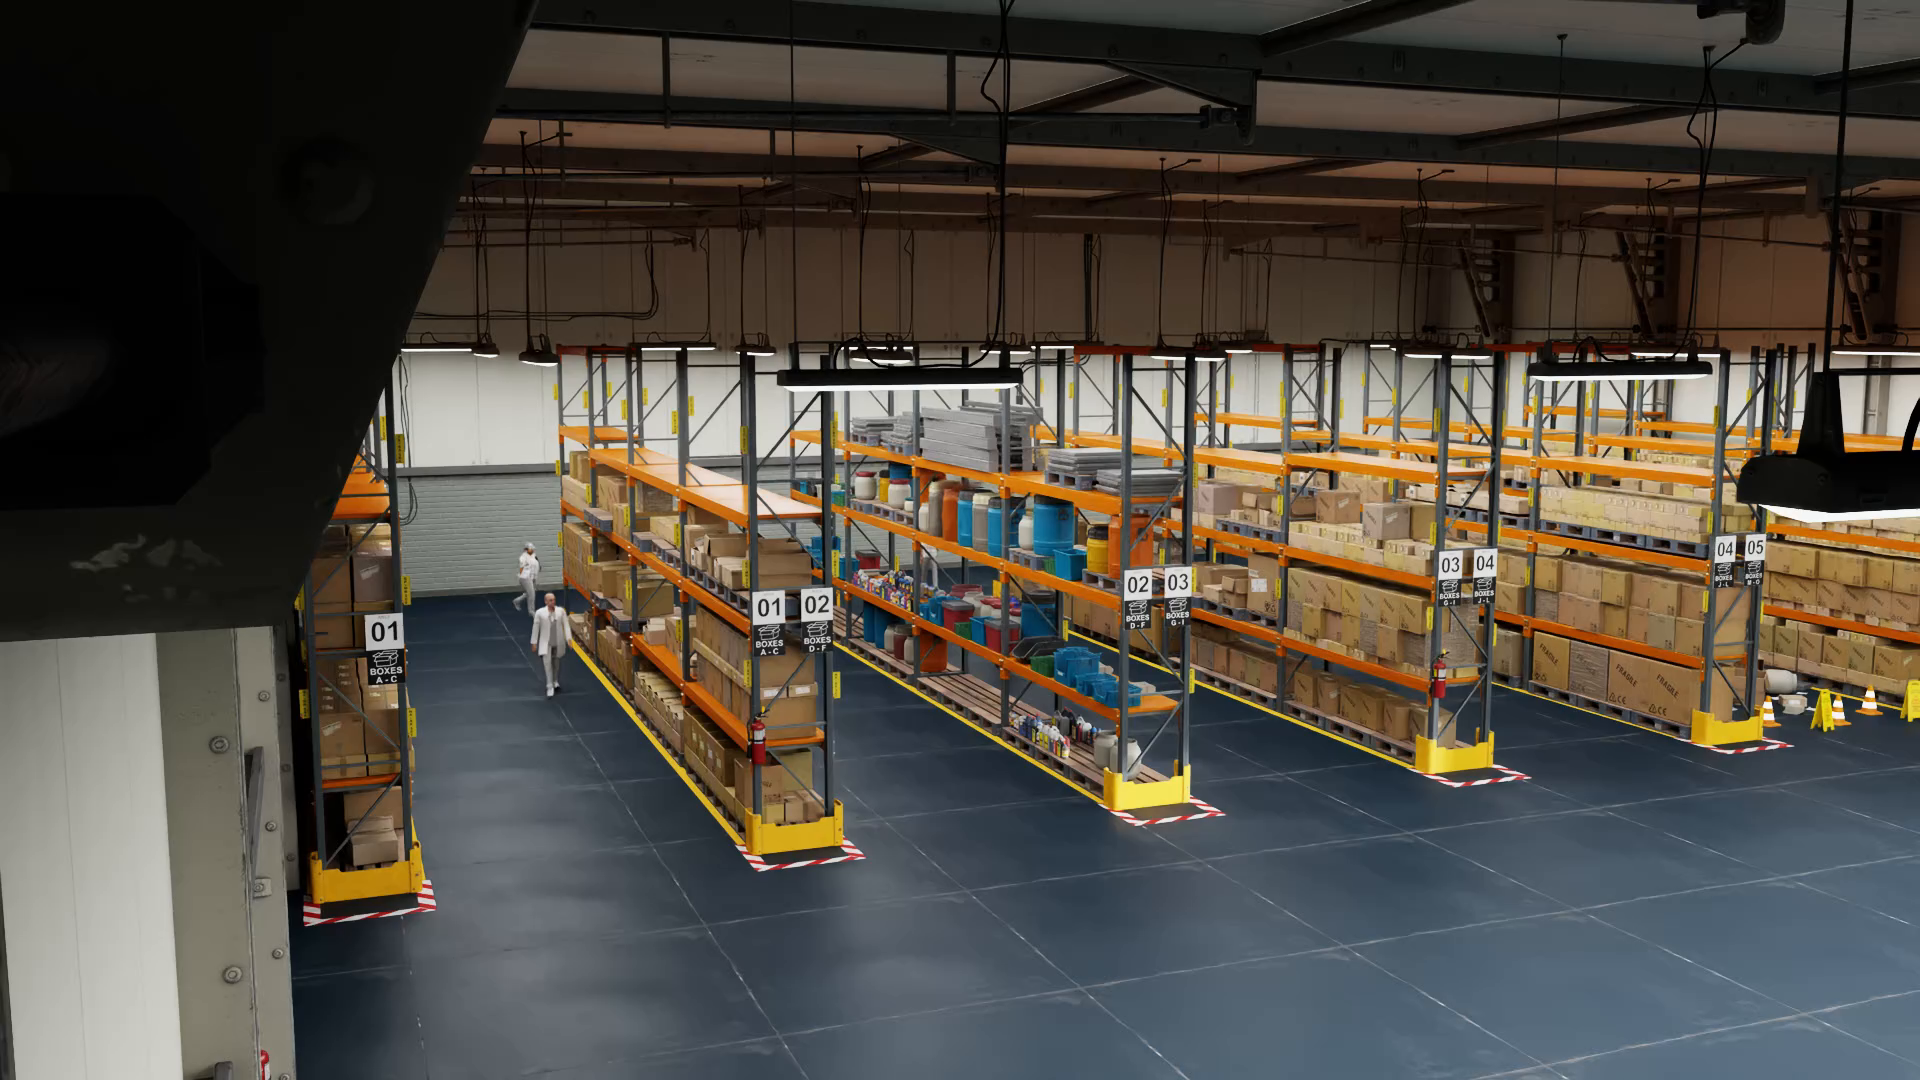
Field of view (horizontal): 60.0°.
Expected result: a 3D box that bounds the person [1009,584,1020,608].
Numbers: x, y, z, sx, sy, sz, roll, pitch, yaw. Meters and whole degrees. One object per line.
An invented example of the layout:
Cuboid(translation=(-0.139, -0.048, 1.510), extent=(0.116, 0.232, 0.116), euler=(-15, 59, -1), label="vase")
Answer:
Cuboid(translation=(0.890, 1.514, 30.343), extent=(0.461, 1.425, 1.033), euler=(-4, 8, -29), label="person")

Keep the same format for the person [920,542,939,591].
Cuboid(translation=(-0.738, 0.410, 40.119), extent=(0.498, 1.620, 0.998), euler=(-2, 8, -16), label="person")

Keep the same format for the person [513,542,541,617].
Cuboid(translation=(-9.567, 0.851, 36.717), extent=(0.766, 1.626, 0.494), euler=(2, 8, 18), label="person")

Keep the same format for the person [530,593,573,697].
Cuboid(translation=(-7.091, 1.783, 28.893), extent=(0.700, 1.718, 1.102), euler=(-3, 8, -20), label="person")
